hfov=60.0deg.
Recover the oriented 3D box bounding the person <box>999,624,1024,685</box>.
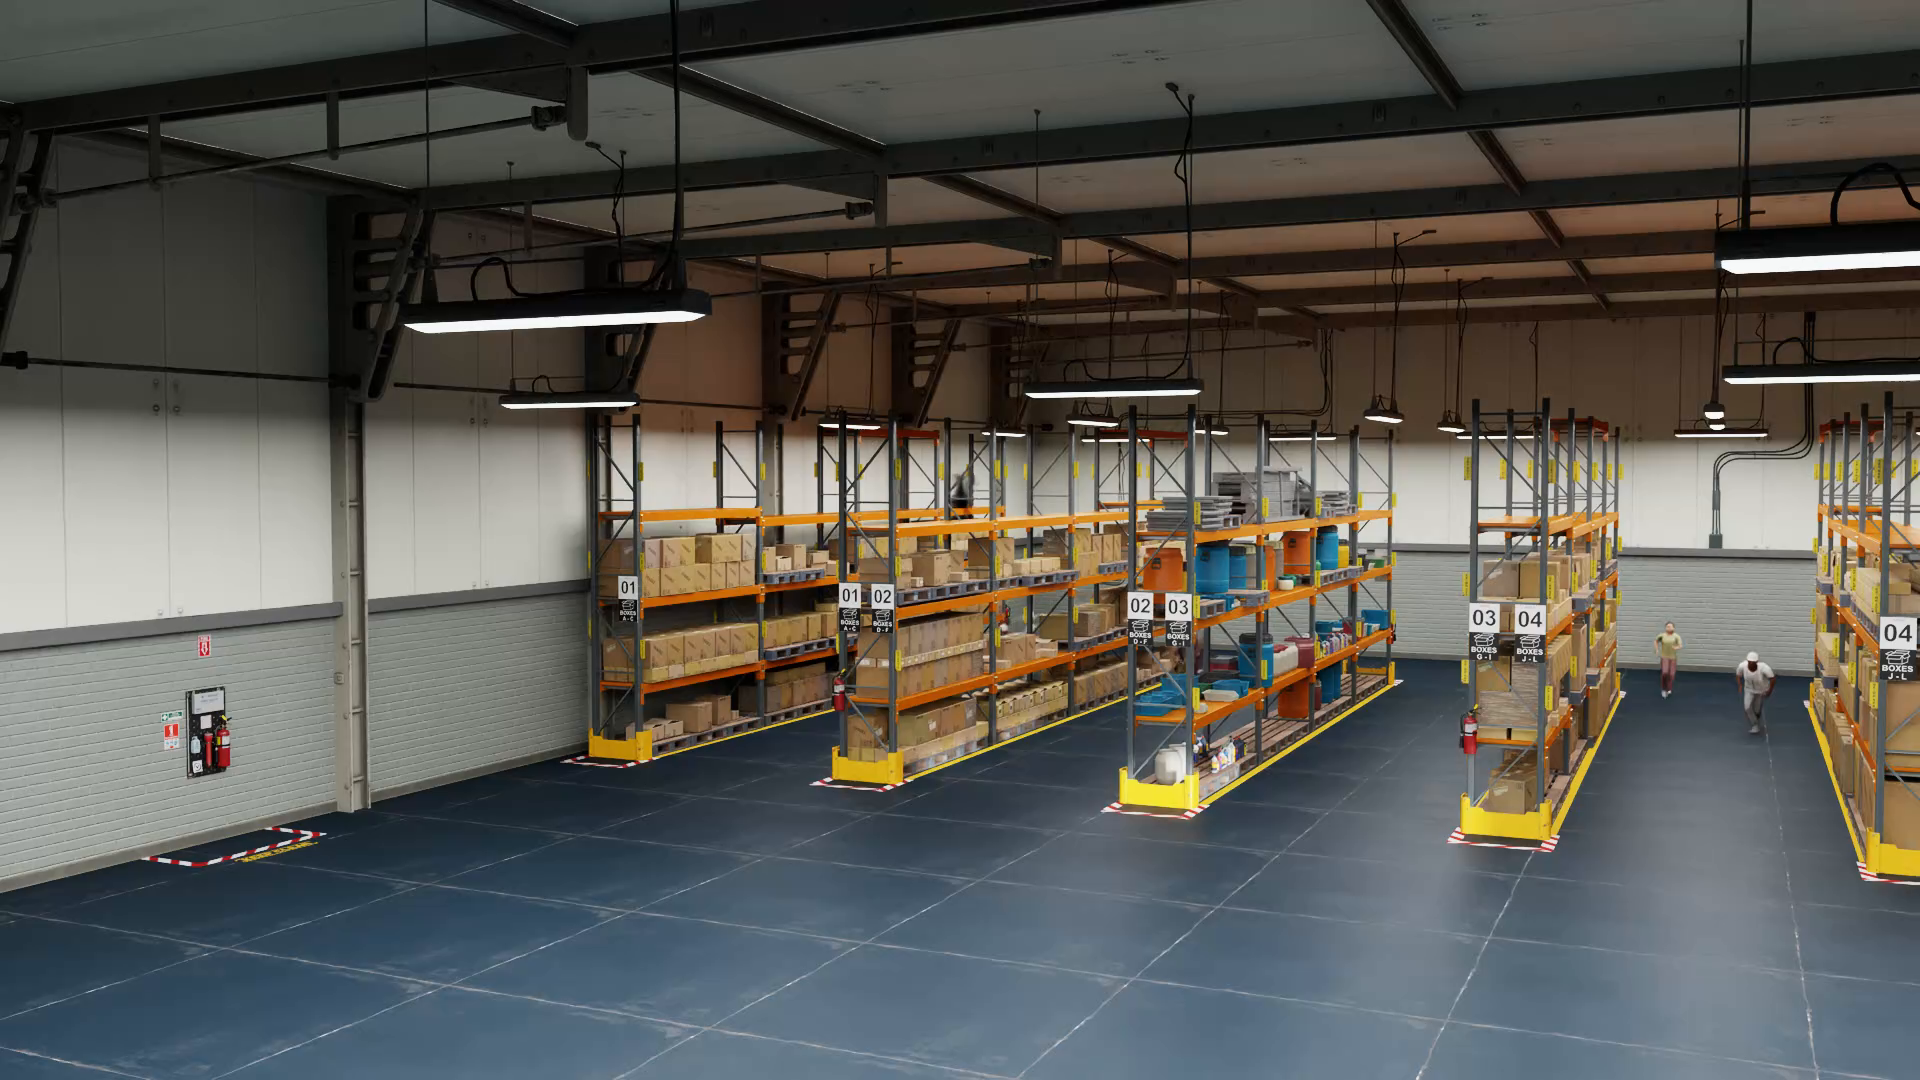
[{"bbox_3d":[1.147,2.647,37.171,0.683,1.596,1.118,2,3,40],"label":"person"}]

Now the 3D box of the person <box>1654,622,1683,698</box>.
[{"bbox_3d":[15.710,2.652,36.850,0.536,1.688,0.689,1,2,14],"label":"person"}]

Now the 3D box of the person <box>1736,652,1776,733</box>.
[{"bbox_3d":[15.245,2.908,31.831,0.705,1.577,1.041,2,3,35],"label":"person"}]

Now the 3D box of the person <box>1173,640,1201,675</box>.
[{"bbox_3d":[5.032,2.704,36.341,0.707,1.619,1.114,1,3,30],"label":"person"}]

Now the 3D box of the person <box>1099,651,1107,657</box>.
[{"bbox_3d":[4.051,2.320,44.255,0.776,1.705,0.616,-2,3,-37],"label":"person"}]
